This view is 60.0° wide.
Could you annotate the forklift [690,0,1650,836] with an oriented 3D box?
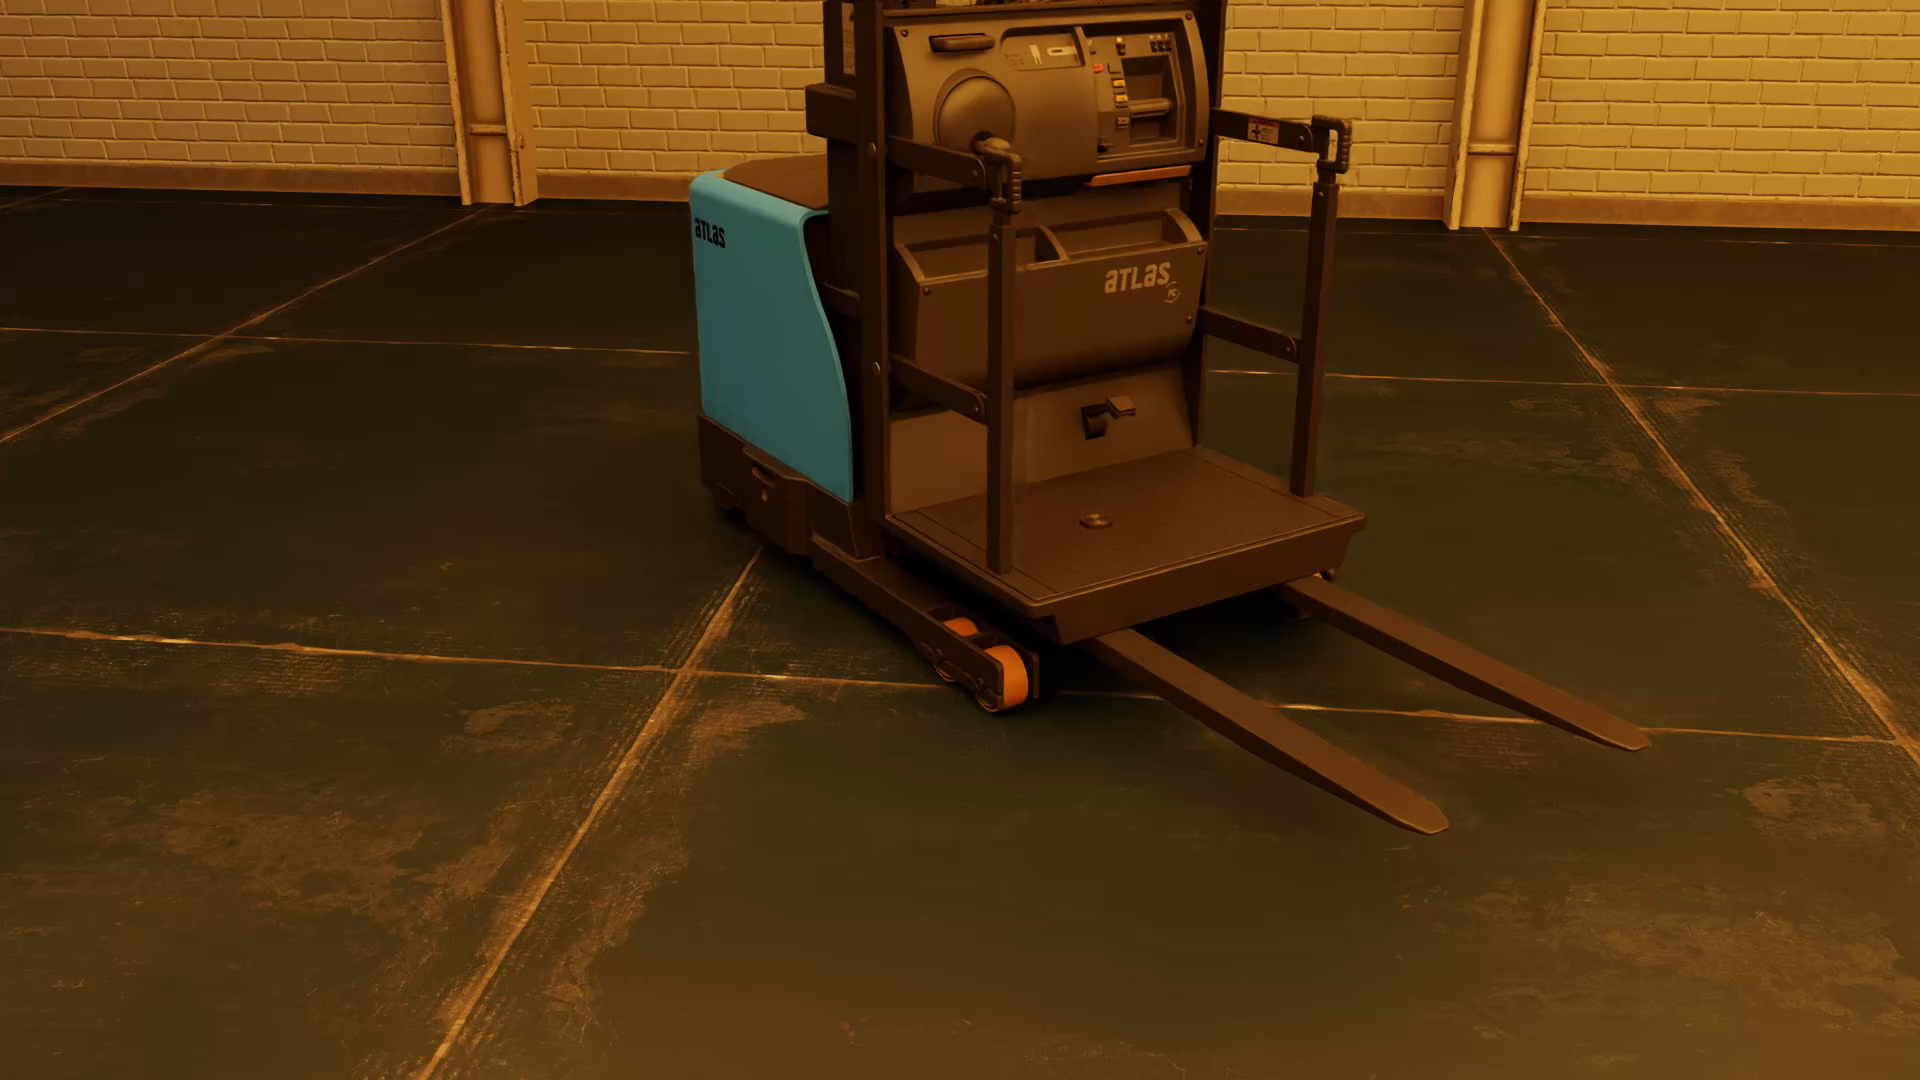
[{"bbox_3d":[0.367,-1.133,4.067,1.130,2.935,3.031,-13,26,-30],"label":"forklift"}]
